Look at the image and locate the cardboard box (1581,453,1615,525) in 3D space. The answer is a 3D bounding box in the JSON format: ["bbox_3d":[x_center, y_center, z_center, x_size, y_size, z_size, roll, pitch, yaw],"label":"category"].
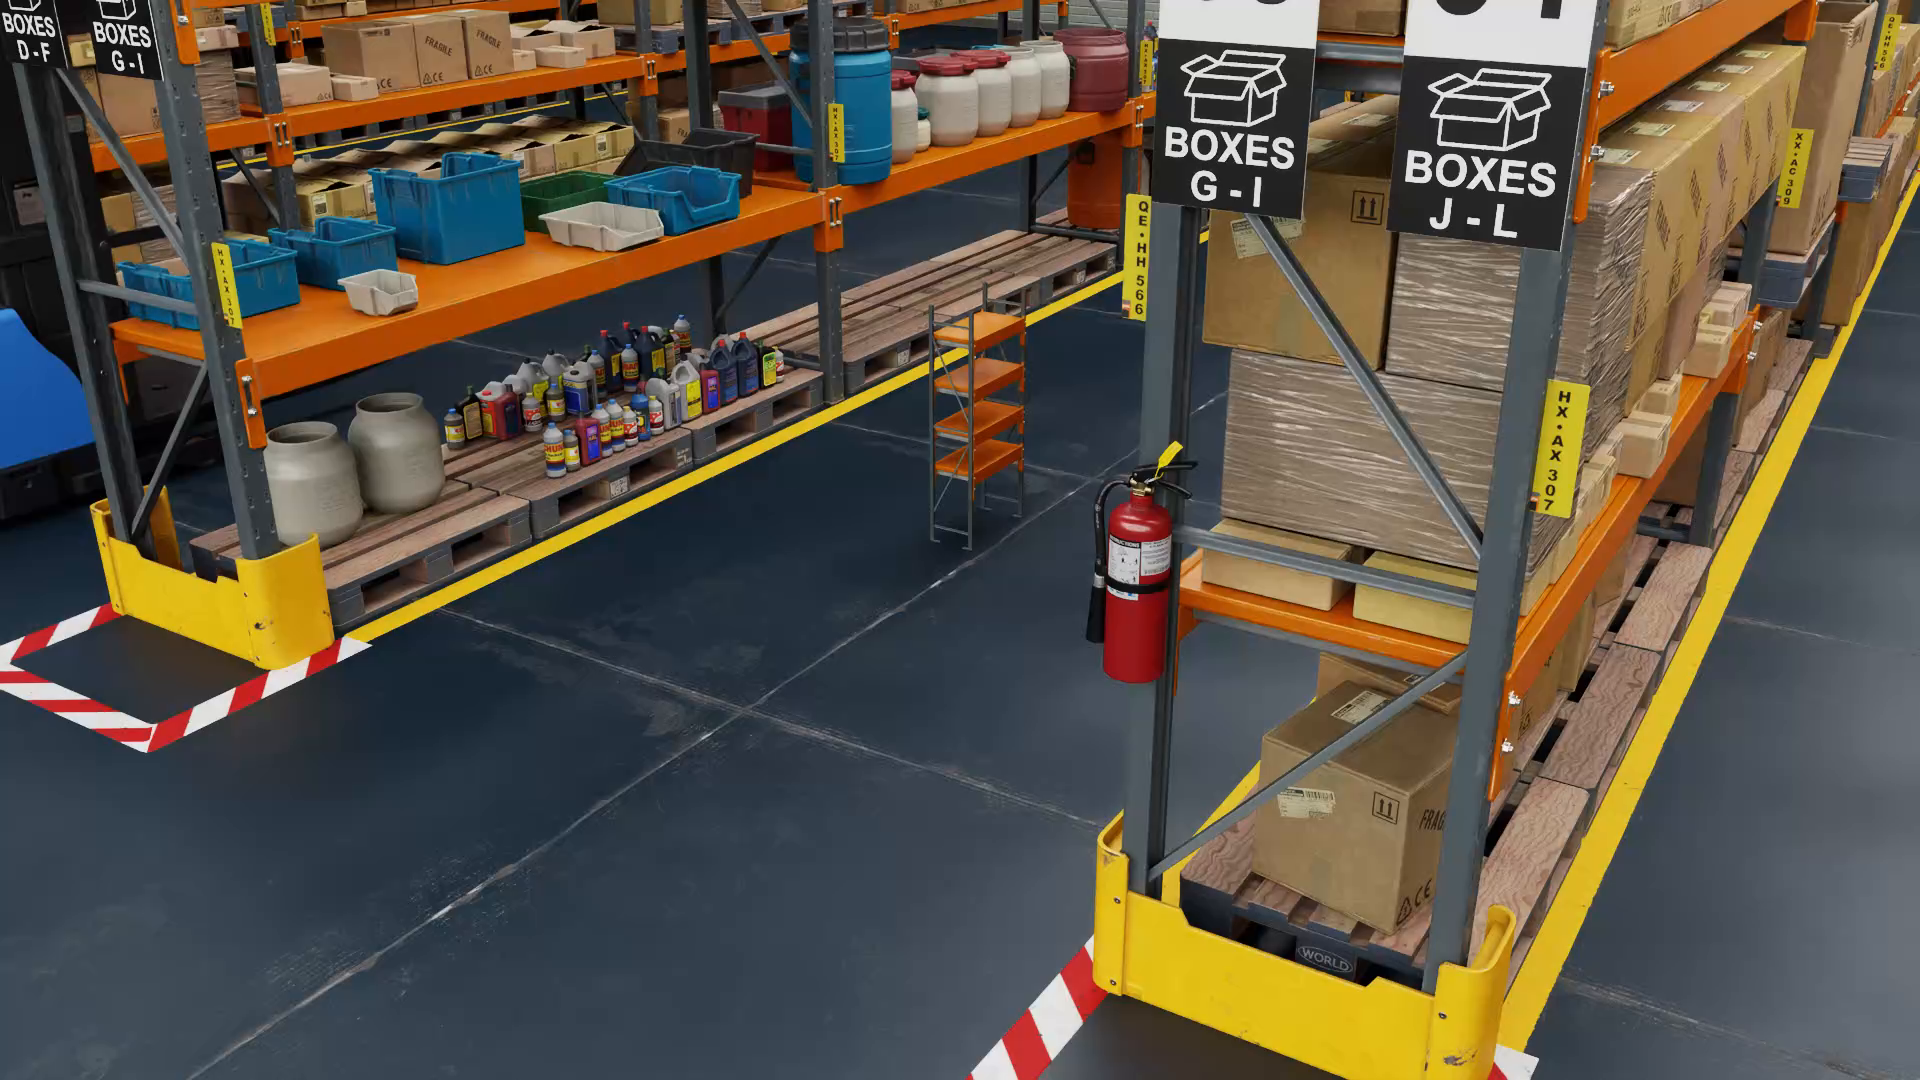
[{"bbox_3d":[1.829,-0.192,5.233,0.380,0.149,0.250,14,27,29],"label":"cardboard box"}]

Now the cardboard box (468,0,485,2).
[{"bbox_3d":[-5.864,-6.474,19.720,0.380,0.149,0.250,14,27,29],"label":"cardboard box"}]

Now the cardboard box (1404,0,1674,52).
[{"bbox_3d":[1.405,-1.344,3.991,0.500,0.250,0.500,15,27,30],"label":"cardboard box"}]

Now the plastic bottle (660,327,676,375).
[{"bbox_3d":[-1.764,-1.118,9.922,0.061,0.283,0.133,14,27,29],"label":"plastic bottle"}]

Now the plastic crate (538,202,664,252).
[{"bbox_3d":[-1.808,-1.593,8.486,0.530,0.136,0.437,14,27,29],"label":"plastic crate"}]

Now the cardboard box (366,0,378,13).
[{"bbox_3d":[-6.723,-5.964,18.542,0.380,0.149,0.250,14,27,28],"label":"cardboard box"}]

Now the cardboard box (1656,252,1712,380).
[{"bbox_3d":[2.279,-0.970,6.214,0.875,0.500,0.500,14,27,29],"label":"cardboard box"}]

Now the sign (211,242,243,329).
[{"bbox_3d":[-2.812,-0.976,6.379,0.100,0.325,0.005,14,27,29],"label":"sign"}]

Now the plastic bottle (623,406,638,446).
[{"bbox_3d":[-1.770,-0.613,8.858,0.097,0.201,0.097,0,23,0],"label":"plastic bottle"}]

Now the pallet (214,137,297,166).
[{"bbox_3d":[-7.887,-4.198,17.682,1.003,0.211,1.213,14,27,29],"label":"pallet"}]

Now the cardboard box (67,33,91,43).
[{"bbox_3d":[-6.132,-3.505,10.812,0.700,0.500,0.500,14,27,29],"label":"cardboard box"}]

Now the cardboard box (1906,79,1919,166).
[{"bbox_3d":[8.621,-4.005,15.872,0.875,0.875,0.875,14,27,29],"label":"cardboard box"}]

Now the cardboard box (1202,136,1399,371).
[{"bbox_3d":[1.011,-0.806,4.577,0.500,0.500,0.500,14,27,29],"label":"cardboard box"}]

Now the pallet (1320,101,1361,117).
[{"bbox_3d":[4.695,-4.816,19.108,1.003,0.211,1.213,14,27,29],"label":"pallet"}]

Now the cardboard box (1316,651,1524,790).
[{"bbox_3d":[1.561,0.611,5.681,0.500,0.500,0.500,-20,31,-39],"label":"cardboard box"}]

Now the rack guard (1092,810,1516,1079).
[{"bbox_3d":[0.971,1.194,4.862,1.175,0.500,0.348,14,27,29],"label":"rack guard"}]

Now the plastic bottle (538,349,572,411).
[{"bbox_3d":[-2.269,-0.909,9.355,0.144,0.351,0.185,14,27,29],"label":"plastic bottle"}]

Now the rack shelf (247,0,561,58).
[{"bbox_3d":[-6.419,-6.086,19.439,1.077,0.370,4.000,14,27,29],"label":"rack shelf"}]

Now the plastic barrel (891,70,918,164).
[{"bbox_3d":[-0.476,-2.655,10.435,0.433,0.535,0.433,0,23,0],"label":"plastic barrel"}]

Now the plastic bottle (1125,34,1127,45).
[{"bbox_3d":[1.397,-4.224,14.377,0.061,0.283,0.133,14,27,29],"label":"plastic bottle"}]

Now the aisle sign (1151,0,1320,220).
[{"bbox_3d":[0.643,-1.162,3.887,0.394,0.787,0.004,14,27,29],"label":"aisle sign"}]

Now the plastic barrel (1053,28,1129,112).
[{"bbox_3d":[0.956,-3.508,12.406,0.600,0.536,0.708,14,27,29],"label":"plastic barrel"}]

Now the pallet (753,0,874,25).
[{"bbox_3d":[-1.667,-5.720,17.928,1.003,0.211,1.213,14,27,29],"label":"pallet"}]

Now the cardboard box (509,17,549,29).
[{"bbox_3d":[-5.596,-6.051,20.630,0.750,0.750,0.750,14,27,30],"label":"cardboard box"}]

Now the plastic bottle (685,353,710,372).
[{"bbox_3d":[-1.502,-0.947,9.537,0.152,0.276,0.135,14,27,29],"label":"plastic bottle"}]

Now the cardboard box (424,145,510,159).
[{"bbox_3d":[-4.134,-3.149,13.976,0.500,0.311,0.500,15,27,30],"label":"cardboard box"}]

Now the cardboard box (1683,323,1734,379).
[{"bbox_3d":[2.817,-0.766,6.560,0.380,0.149,0.250,14,27,29],"label":"cardboard box"}]

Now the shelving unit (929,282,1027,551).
[{"bbox_3d":[0.087,-0.606,8.141,0.258,1.200,0.503,14,27,29],"label":"shelving unit"}]

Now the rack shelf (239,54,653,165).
[{"bbox_3d":[-4.318,-3.700,13.926,1.077,0.370,4.000,14,27,29],"label":"rack shelf"}]

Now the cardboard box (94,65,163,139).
[{"bbox_3d":[-5.874,-3.070,11.440,0.700,0.500,0.500,14,27,28],"label":"cardboard box"}]

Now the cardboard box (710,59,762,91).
[{"bbox_3d":[-2.407,-4.835,17.291,0.500,0.250,0.500,13,27,28],"label":"cardboard box"}]

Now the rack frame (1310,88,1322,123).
[{"bbox_3d":[3.053,-5.015,16.060,1.000,3.000,0.127,14,27,29],"label":"rack frame"}]

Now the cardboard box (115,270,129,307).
[{"bbox_3d":[-5.955,-1.745,11.437,0.500,0.250,0.500,14,27,29],"label":"cardboard box"}]

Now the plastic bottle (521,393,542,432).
[{"bbox_3d":[-2.335,-0.701,9.062,0.097,0.201,0.097,0,23,0],"label":"plastic bottle"}]

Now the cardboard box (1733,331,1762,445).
[{"bbox_3d":[3.945,-0.881,9.102,0.700,0.500,0.500,11,26,24],"label":"cardboard box"}]

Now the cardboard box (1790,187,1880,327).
[{"bbox_3d":[5.533,-2.074,11.410,1.225,0.875,0.875,12,26,27],"label":"cardboard box"}]

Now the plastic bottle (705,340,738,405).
[{"bbox_3d":[-1.363,-0.959,9.470,0.144,0.351,0.185,12,26,26],"label":"plastic bottle"}]

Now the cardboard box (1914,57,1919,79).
[{"bbox_3d":[7.838,-3.981,13.986,0.380,0.149,0.250,13,27,27],"label":"cardboard box"}]

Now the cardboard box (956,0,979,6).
[{"bbox_3d":[-0.120,-6.557,19.496,0.500,0.500,0.500,14,27,29],"label":"cardboard box"}]

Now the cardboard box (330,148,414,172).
[{"bbox_3d":[-4.869,-3.084,13.826,0.500,0.311,0.500,14,27,29],"label":"cardboard box"}]

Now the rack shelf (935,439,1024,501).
[{"bbox_3d":[0.087,-0.363,8.246,0.258,0.148,0.480,14,27,29],"label":"rack shelf"}]

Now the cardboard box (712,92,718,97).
[{"bbox_3d":[-2.696,-4.299,16.997,0.500,0.500,0.500,13,27,27],"label":"cardboard box"}]

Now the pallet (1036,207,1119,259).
[{"bbox_3d":[1.324,-2.661,14.130,1.003,0.211,1.213,14,27,29],"label":"pallet"}]

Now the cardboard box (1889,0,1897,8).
[{"bbox_3d":[6.245,-3.824,11.919,0.797,0.503,0.637,15,27,31],"label":"cardboard box"}]

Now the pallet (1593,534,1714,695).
[{"bbox_3d":[2.717,0.236,7.438,1.003,0.211,1.213,14,27,29],"label":"pallet"}]

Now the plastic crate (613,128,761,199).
[{"bbox_3d":[-1.551,-2.137,9.488,0.767,0.338,0.504,14,27,29],"label":"plastic crate"}]

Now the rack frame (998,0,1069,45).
[{"bbox_3d":[0.957,-7.405,21.579,1.000,3.000,0.127,14,27,29],"label":"rack frame"}]

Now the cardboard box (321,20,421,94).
[{"bbox_3d":[-4.676,-3.834,13.205,0.500,0.500,0.500,16,28,33],"label":"cardboard box"}]

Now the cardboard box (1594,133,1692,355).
[{"bbox_3d":[1.722,-0.864,4.712,0.500,0.500,0.500,14,27,29],"label":"cardboard box"}]

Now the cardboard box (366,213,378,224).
[{"bbox_3d":[-4.679,-2.542,13.279,0.500,0.250,0.500,15,27,30],"label":"cardboard box"}]

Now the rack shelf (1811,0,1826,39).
[{"bbox_3d":[4.096,-2.999,8.531,1.077,0.370,4.000,14,27,29],"label":"rack shelf"}]

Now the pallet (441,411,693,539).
[{"bbox_3d":[-2.199,-0.404,8.918,1.003,0.211,1.213,14,27,29],"label":"pallet"}]

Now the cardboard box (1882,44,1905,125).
[{"bbox_3d":[6.441,-3.297,11.964,0.500,0.500,0.500,14,27,29],"label":"cardboard box"}]

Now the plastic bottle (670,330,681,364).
[{"bbox_3d":[-1.761,-1.183,10.176,0.097,0.201,0.097,0,23,0],"label":"plastic bottle"}]

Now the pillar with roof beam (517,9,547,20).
[{"bbox_3d":[-2.072,-9.360,18.544,9.100,9.000,0.400,14,27,29],"label":"pillar with roof beam"}]

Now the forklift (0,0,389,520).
[{"bbox_3d":[-4.650,-1.841,8.814,1.130,2.935,3.031,15,28,31],"label":"forklift"}]
